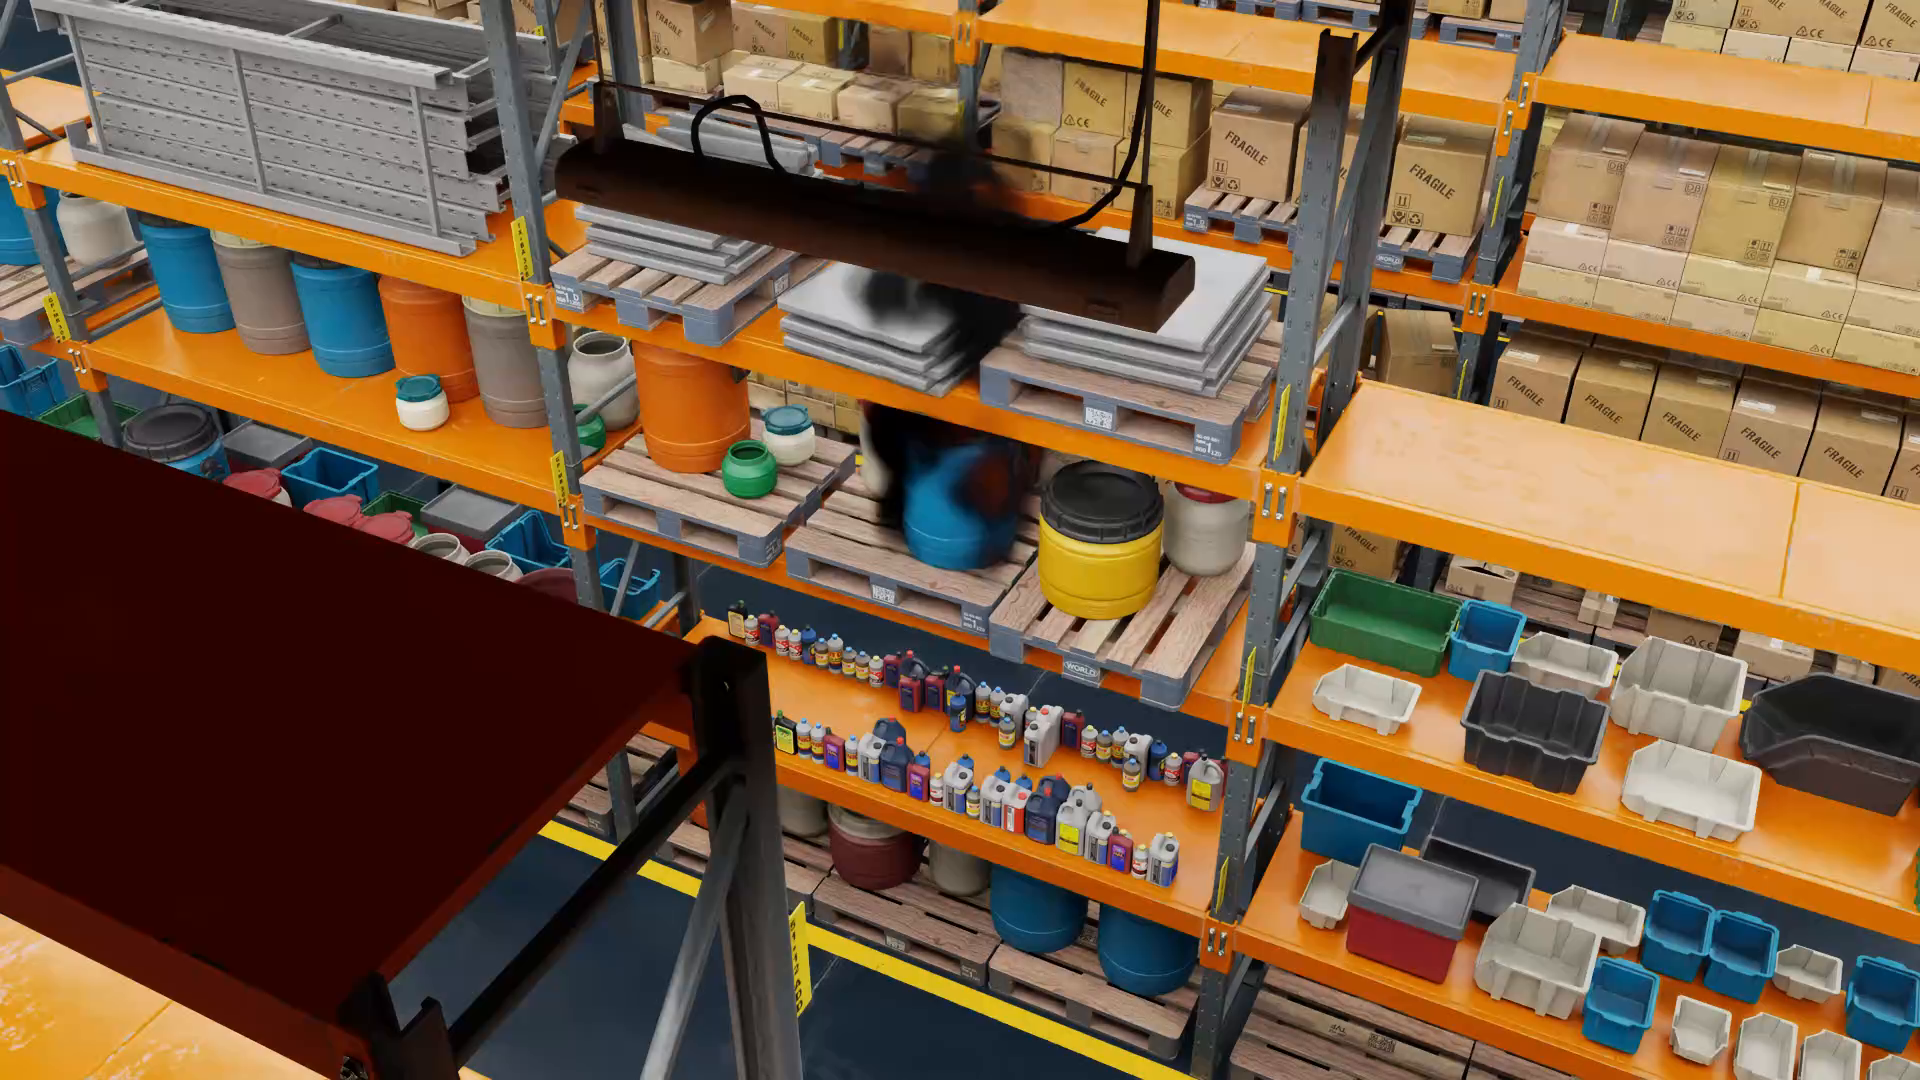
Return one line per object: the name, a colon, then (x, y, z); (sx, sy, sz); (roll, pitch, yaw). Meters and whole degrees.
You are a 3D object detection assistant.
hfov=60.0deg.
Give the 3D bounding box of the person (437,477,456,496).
person: (-3.959, -0.525, 13.281); (0.589, 1.561, 0.537); (12, 37, 16)
